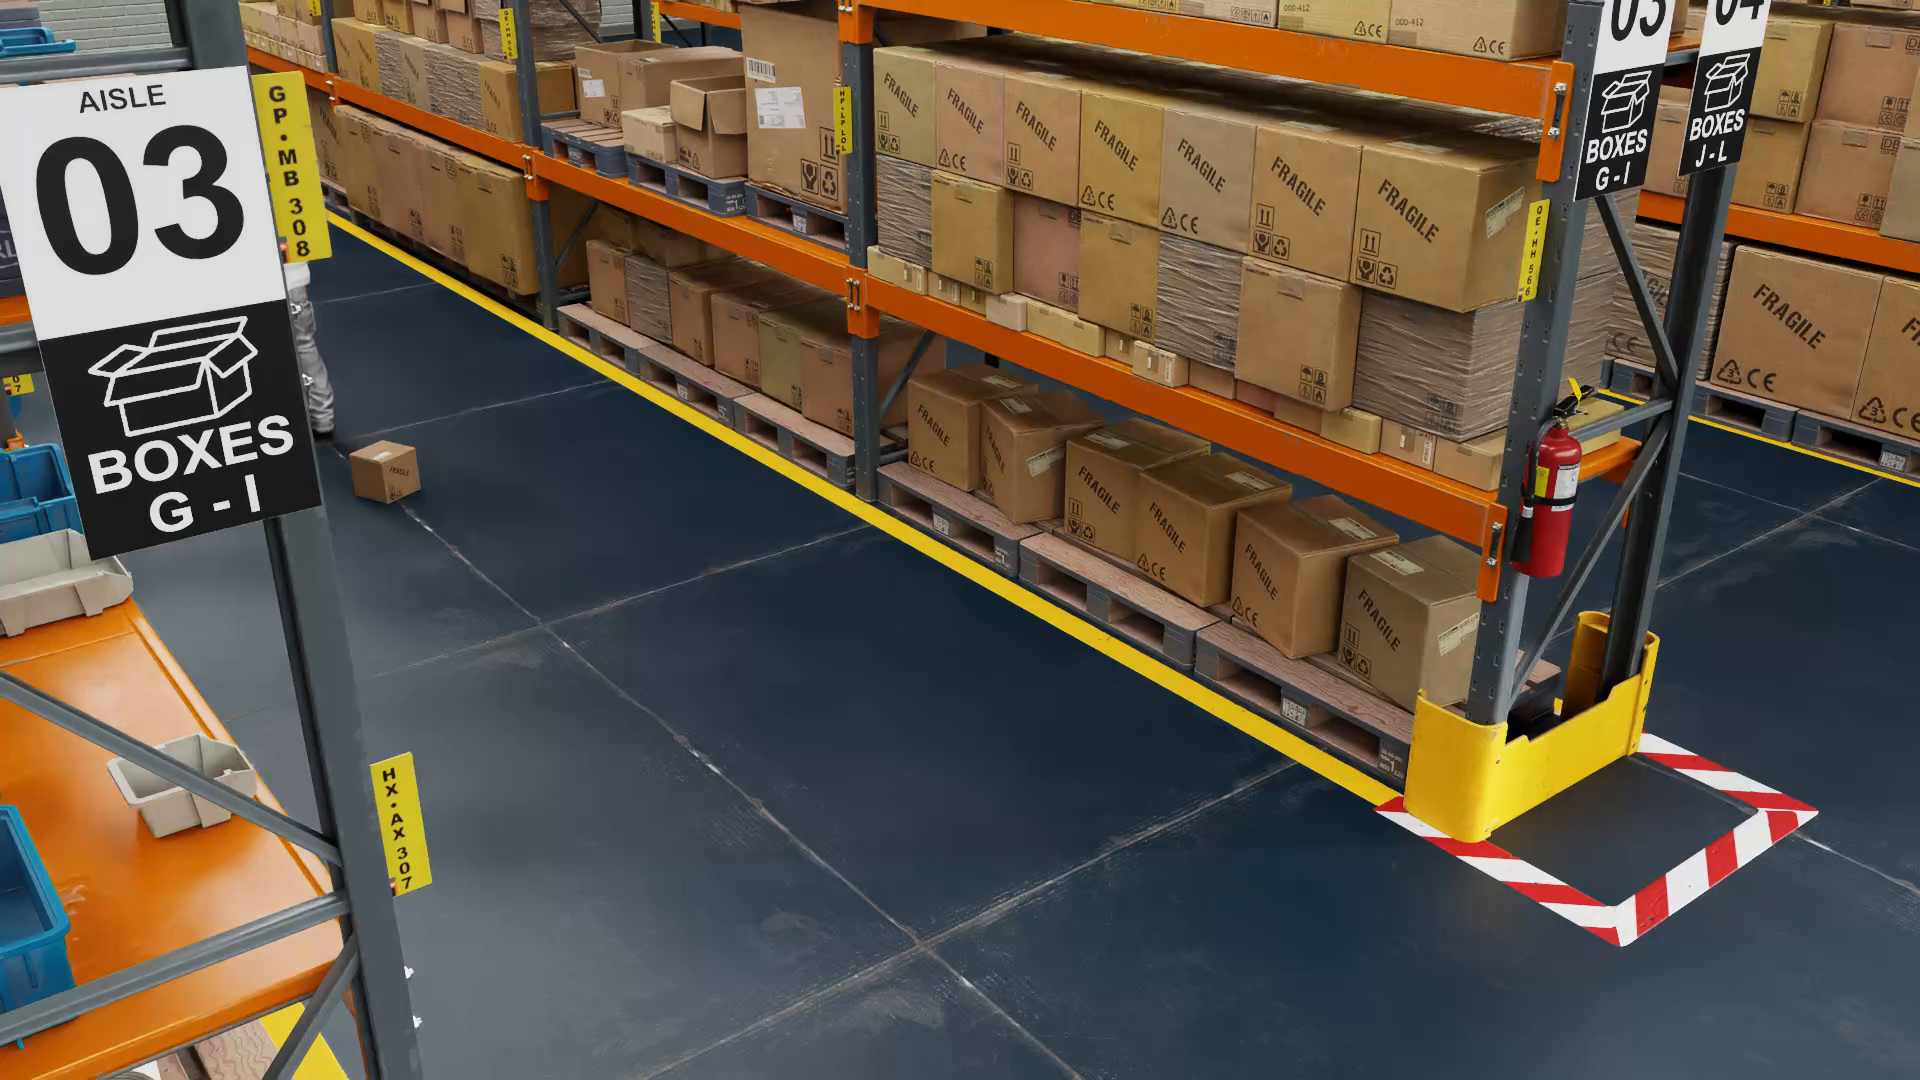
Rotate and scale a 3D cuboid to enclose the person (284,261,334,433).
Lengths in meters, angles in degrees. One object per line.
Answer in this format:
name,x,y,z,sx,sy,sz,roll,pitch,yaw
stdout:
person,-4.119,-1.498,9.875,0.743,1.820,0.569,16,29,31
